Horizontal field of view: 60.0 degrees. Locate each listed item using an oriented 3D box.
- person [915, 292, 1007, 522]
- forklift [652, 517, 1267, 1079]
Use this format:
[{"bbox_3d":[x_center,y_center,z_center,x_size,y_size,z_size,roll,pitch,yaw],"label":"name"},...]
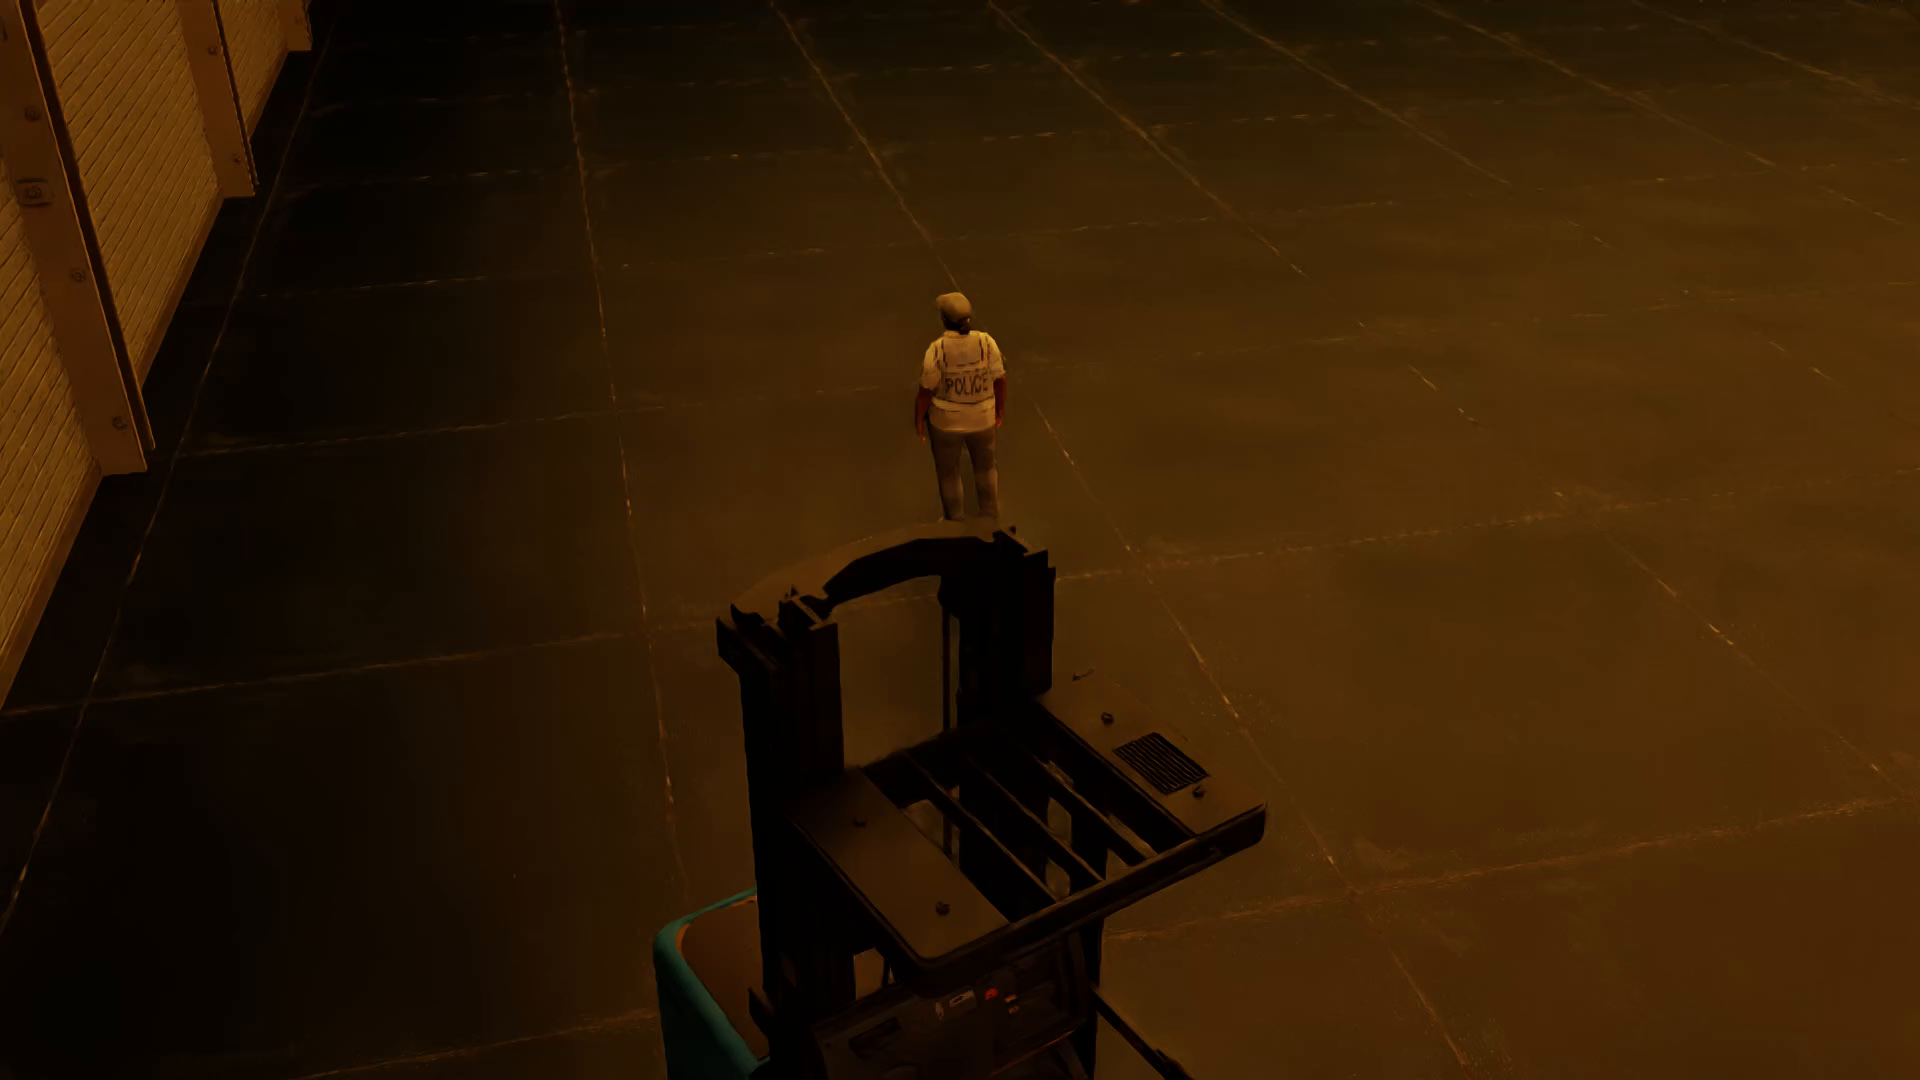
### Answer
[{"bbox_3d":[0.004,-0.767,10.148,0.598,1.669,0.529,-7,31,-12],"label":"person"},{"bbox_3d":[0.115,1.536,4.922,1.130,2.935,3.031,-18,35,-29],"label":"forklift"}]
